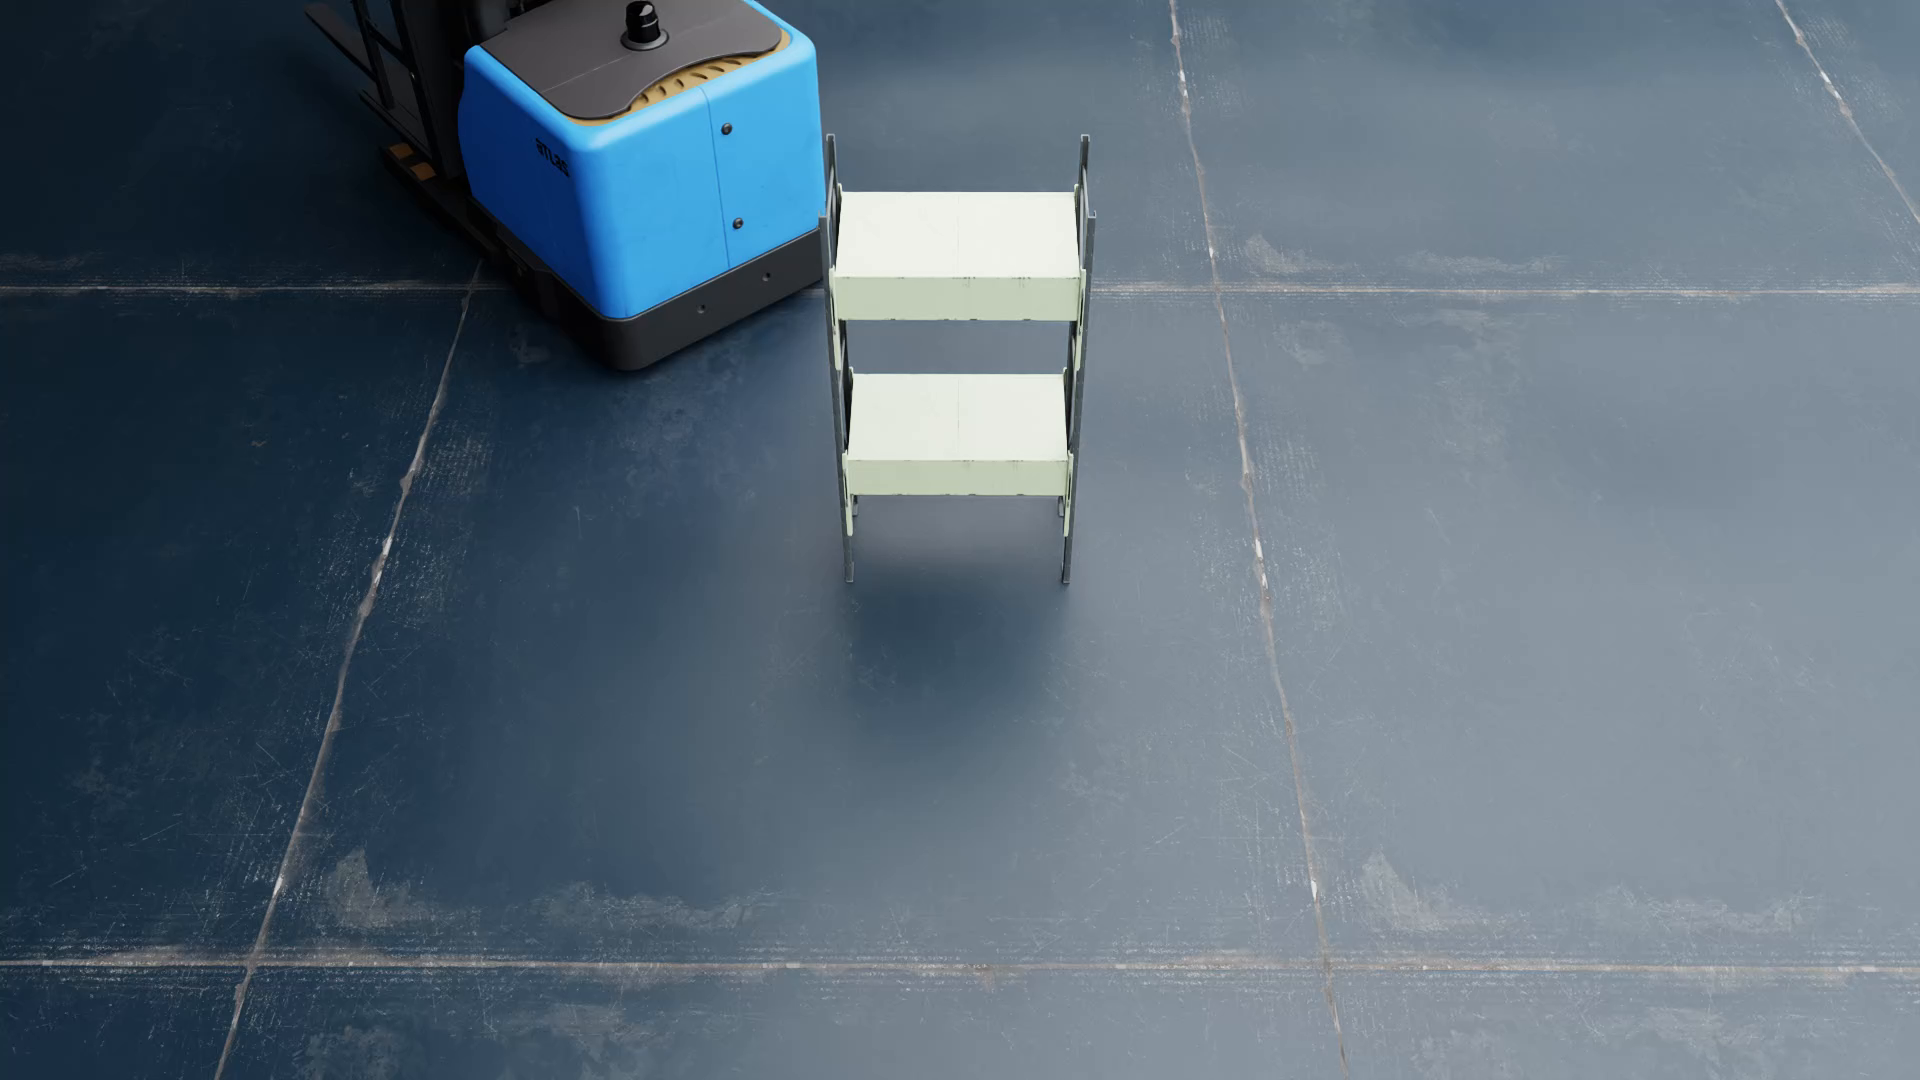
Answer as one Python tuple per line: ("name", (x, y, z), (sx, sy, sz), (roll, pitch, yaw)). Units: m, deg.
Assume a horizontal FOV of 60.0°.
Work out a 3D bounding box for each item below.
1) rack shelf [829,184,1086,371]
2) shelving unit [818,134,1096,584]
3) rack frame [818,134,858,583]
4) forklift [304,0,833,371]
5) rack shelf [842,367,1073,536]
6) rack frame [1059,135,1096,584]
("rack shelf", (-0.007, -0.777, 4.915), (0.720, 0.370, 0.431), (0, 47, 0))
("shelving unit", (-0.007, -0.511, 5.201), (0.755, 1.500, 0.431), (0, 47, 0))
("rack frame", (-0.373, -0.512, 5.202), (0.023, 1.500, 0.400), (0, 47, 0))
("forklift", (-1.835, -2.648, 6.212), (1.130, 2.935, 3.031), (-32, 55, -26))
("rack shelf", (-0.007, -0.289, 5.440), (0.720, 0.370, 0.431), (0, 47, 0))
("rack frame", (0.359, -0.510, 5.200), (0.023, 1.500, 0.400), (0, 47, 0))
